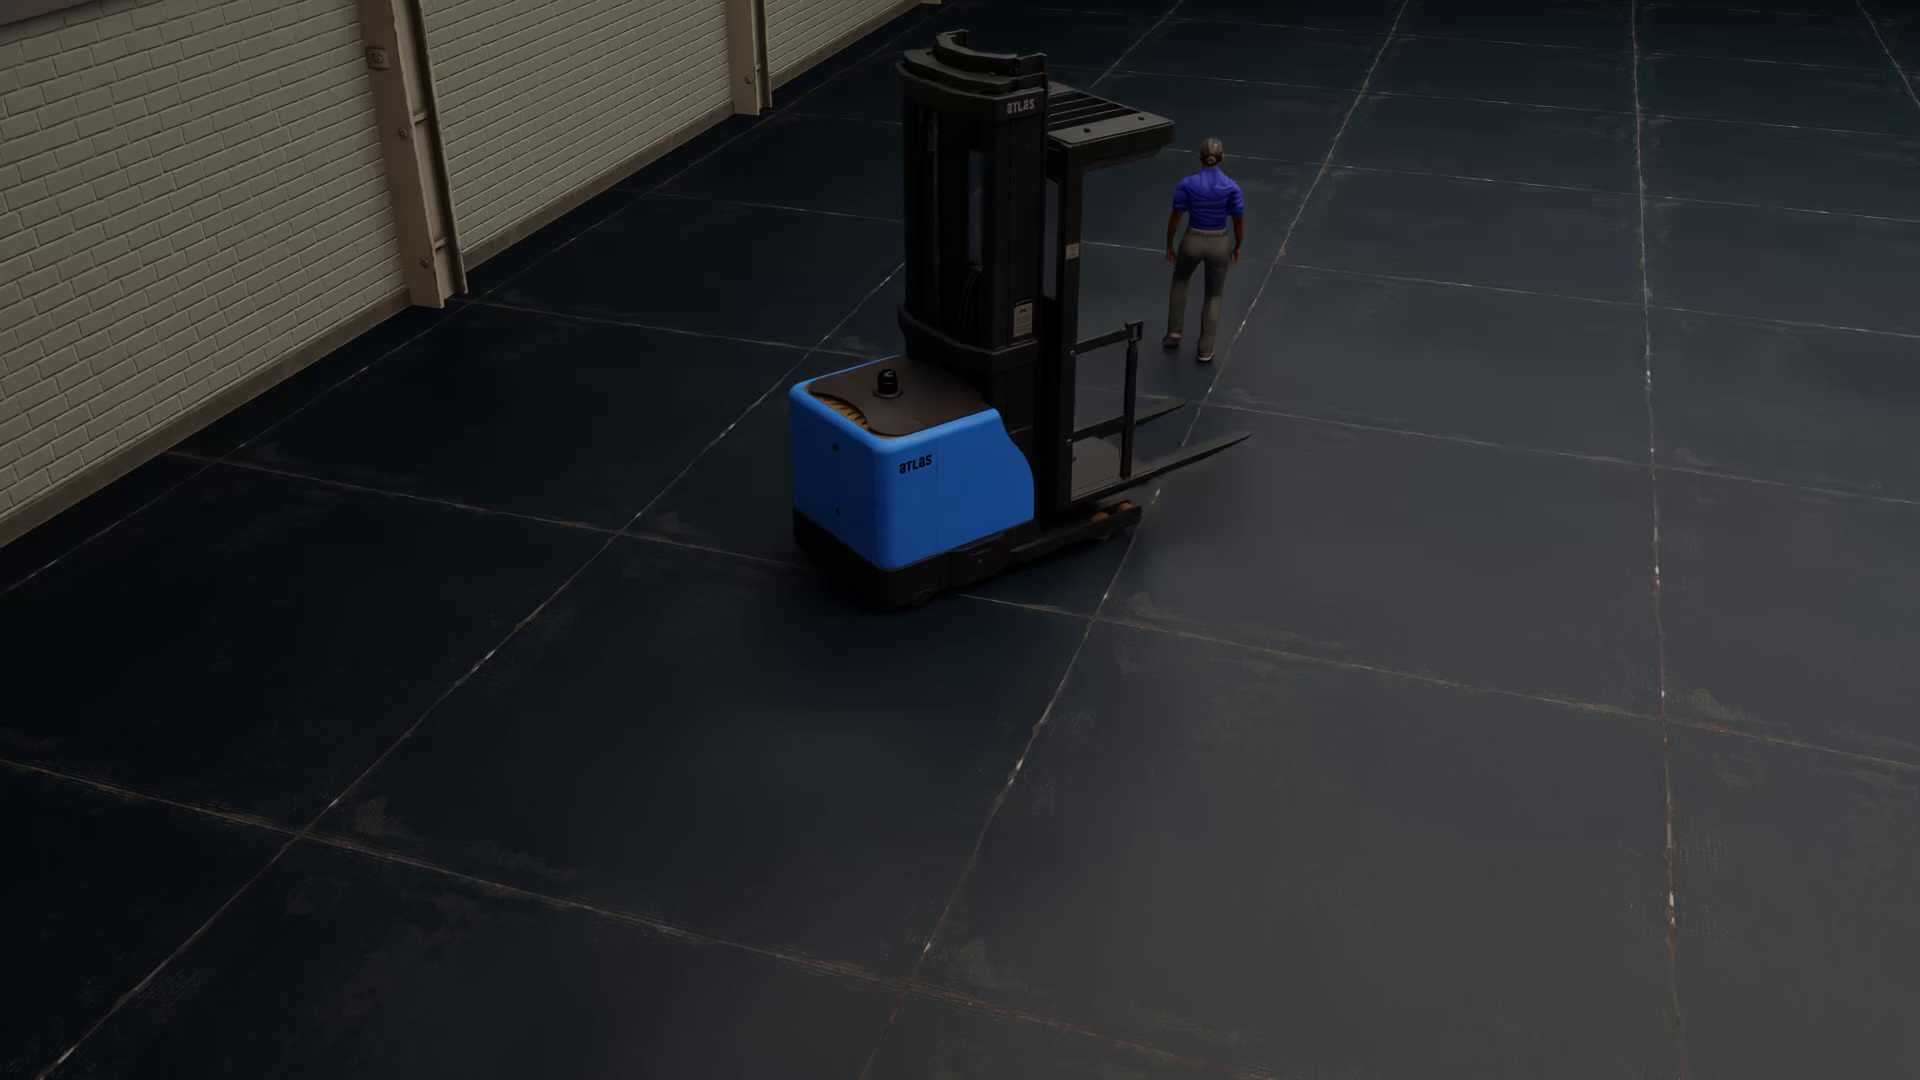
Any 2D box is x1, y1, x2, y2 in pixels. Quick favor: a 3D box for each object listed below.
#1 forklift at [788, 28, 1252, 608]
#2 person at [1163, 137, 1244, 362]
[{"bbox_3d":[0.493,-1.465,9.706,3.031,2.935,1.130,-20,35,-31],"label":"forklift"},{"bbox_3d":[1.796,-2.124,12.242,0.552,1.705,0.484,6,30,10],"label":"person"}]
